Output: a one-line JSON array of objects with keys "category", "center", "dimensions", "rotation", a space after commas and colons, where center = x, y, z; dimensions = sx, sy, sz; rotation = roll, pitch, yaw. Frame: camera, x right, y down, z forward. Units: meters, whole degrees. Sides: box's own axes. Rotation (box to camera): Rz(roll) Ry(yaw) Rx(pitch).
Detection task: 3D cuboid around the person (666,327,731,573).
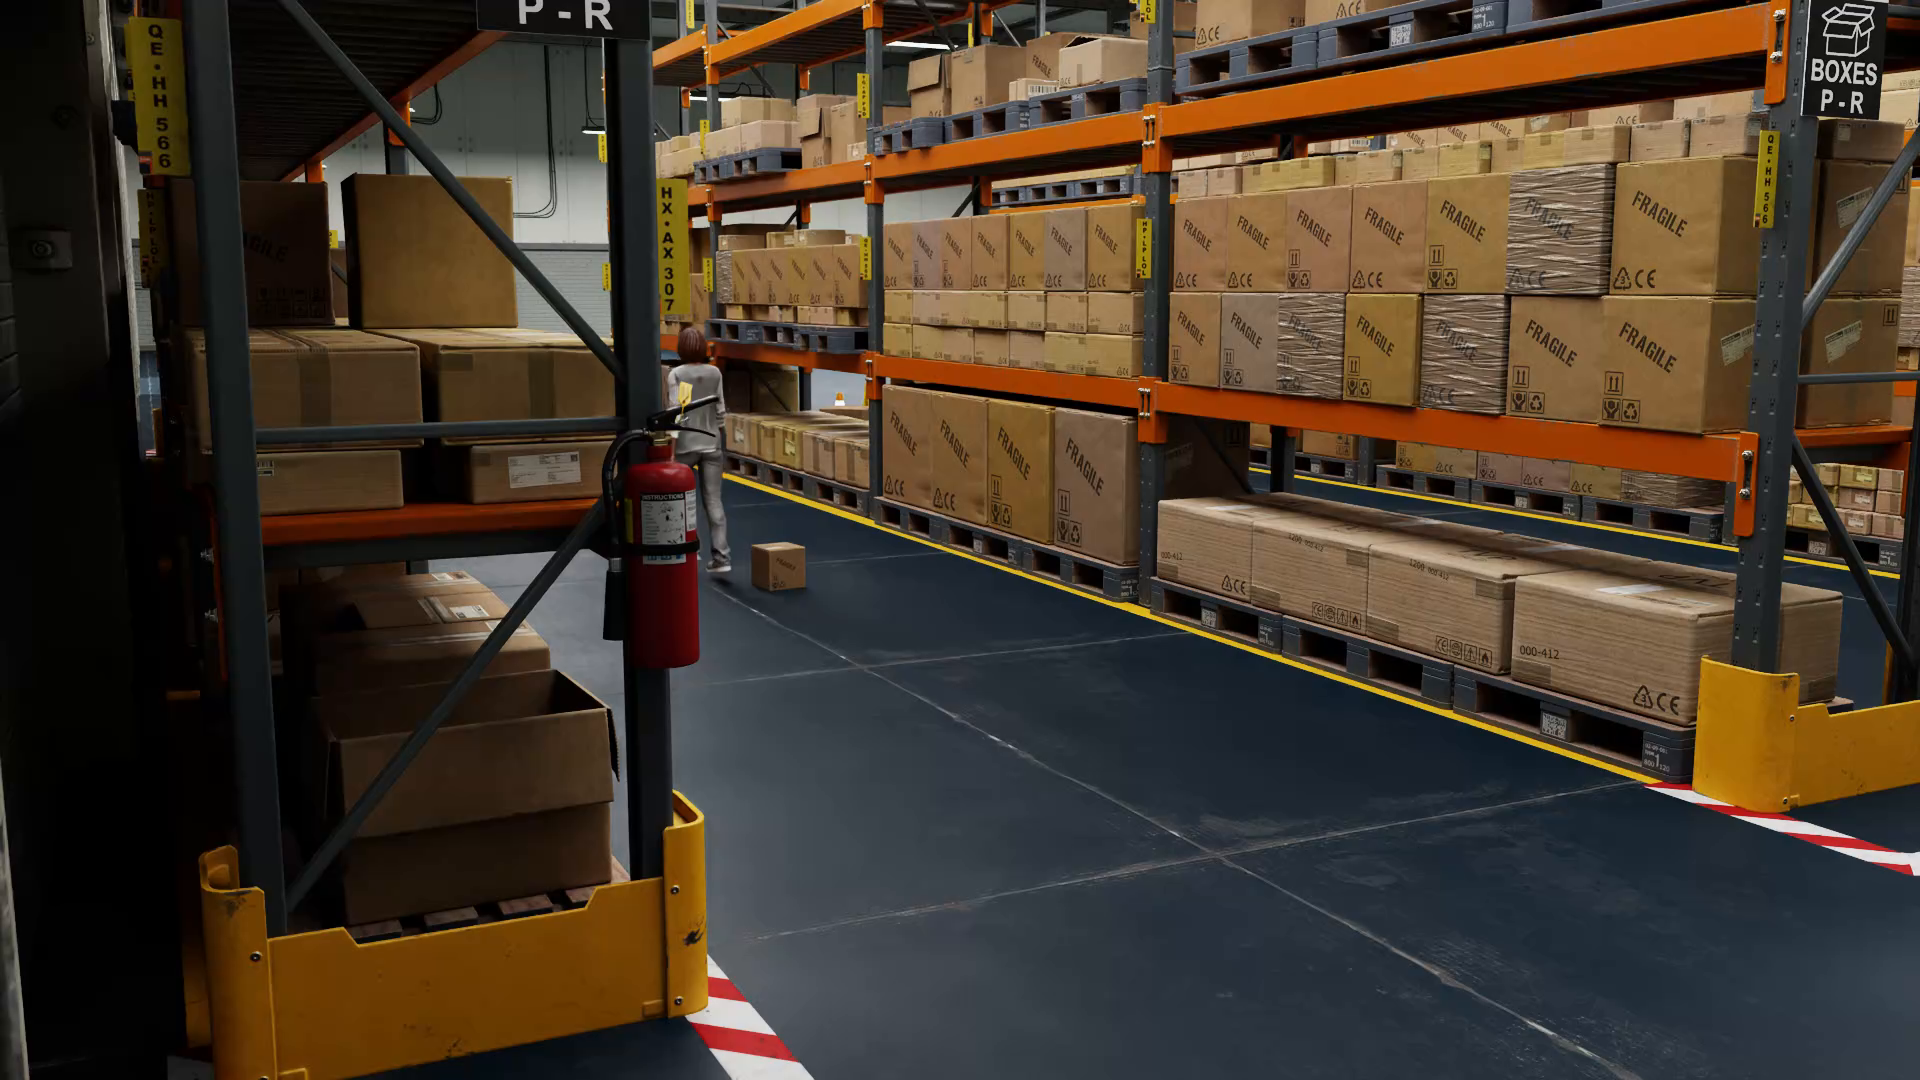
[{"category": "person", "center": [-1.713, -0.585, 10.618], "dimensions": [0.444, 1.545, 0.900], "rotation": [-5, 10, -28]}]
